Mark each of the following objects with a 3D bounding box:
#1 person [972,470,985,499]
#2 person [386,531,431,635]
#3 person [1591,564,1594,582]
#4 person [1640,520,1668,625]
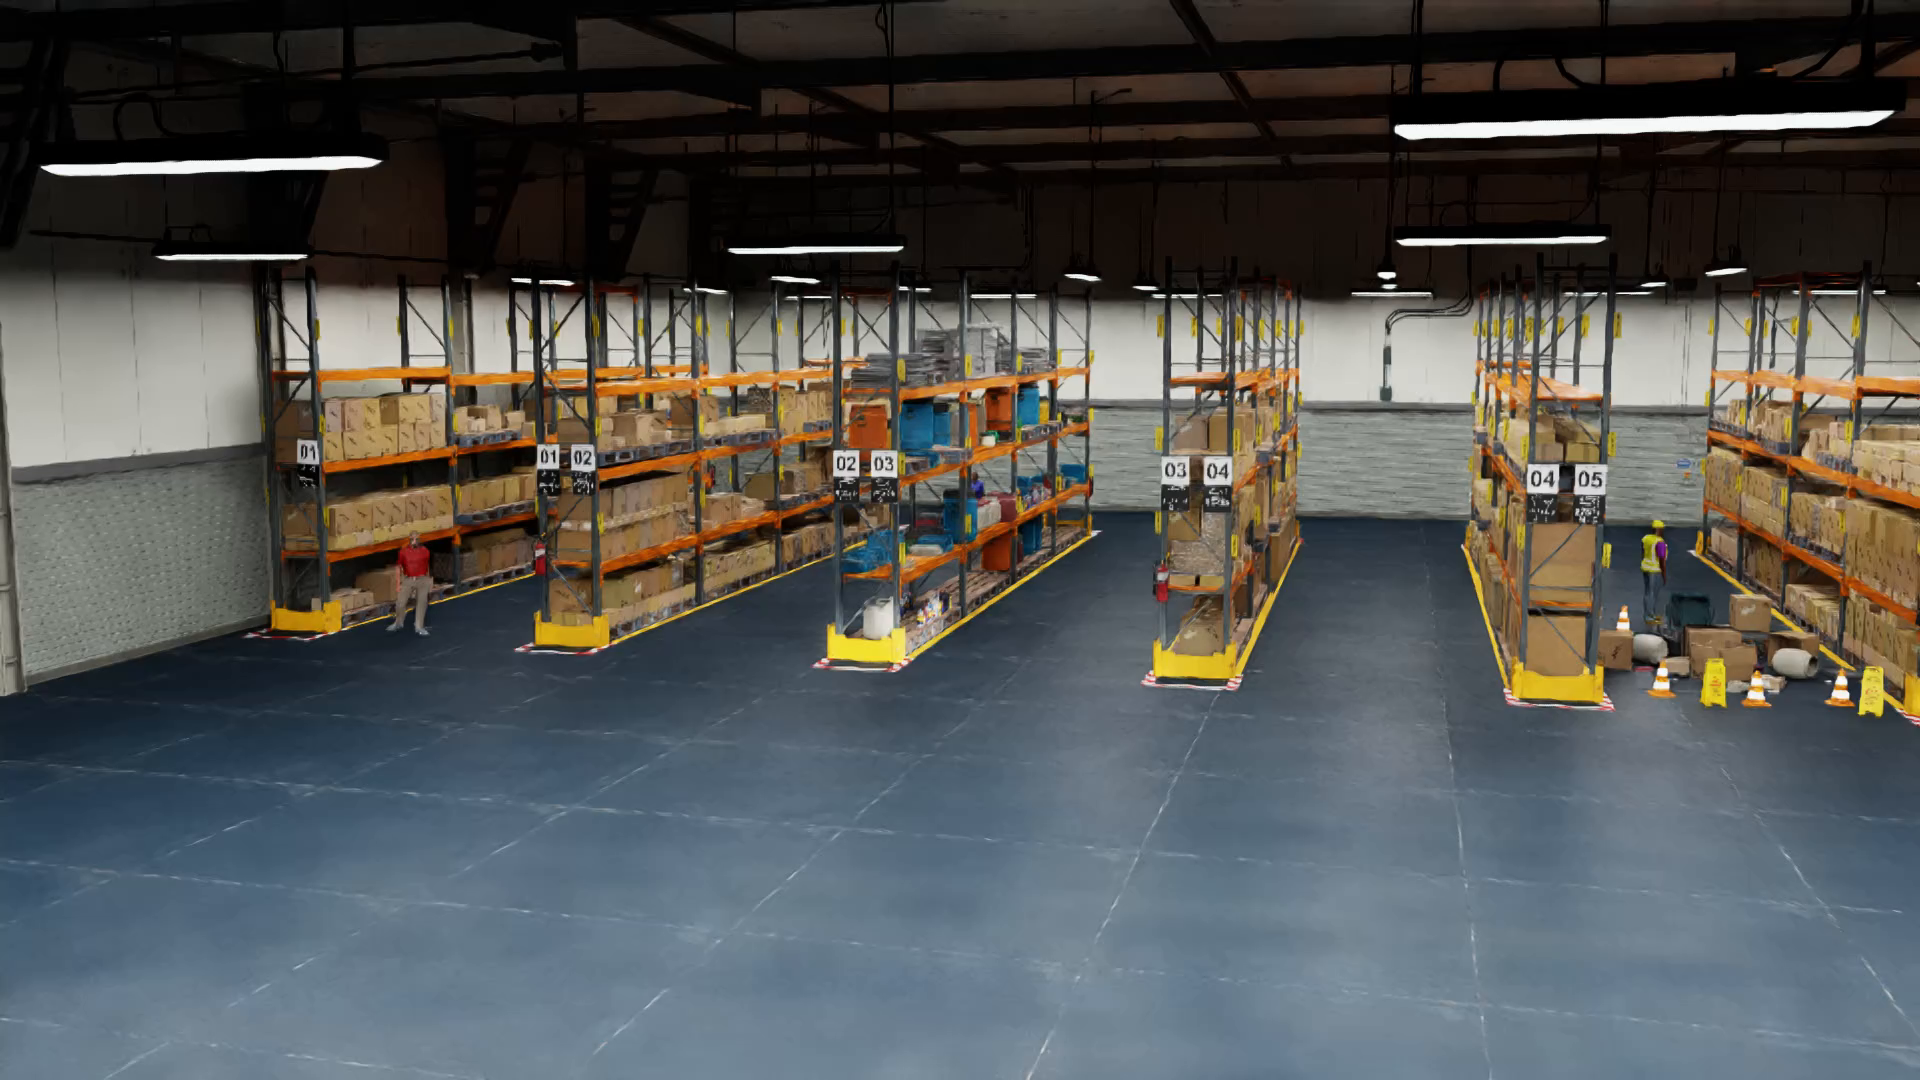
[{"bbox_3d":[0.362,-0.915,40.385,0.447,1.574,1.088,2,8,17],"label":"person"},{"bbox_3d":[-9.055,0.698,27.275,0.736,1.719,0.545,-4,8,-26],"label":"person"},{"bbox_3d":[12.554,-0.017,32.979,0.440,1.670,0.498,-2,8,-17],"label":"person"},{"bbox_3d":[11.830,0.530,28.239,0.464,1.772,0.645,-1,7,-9],"label":"person"}]
